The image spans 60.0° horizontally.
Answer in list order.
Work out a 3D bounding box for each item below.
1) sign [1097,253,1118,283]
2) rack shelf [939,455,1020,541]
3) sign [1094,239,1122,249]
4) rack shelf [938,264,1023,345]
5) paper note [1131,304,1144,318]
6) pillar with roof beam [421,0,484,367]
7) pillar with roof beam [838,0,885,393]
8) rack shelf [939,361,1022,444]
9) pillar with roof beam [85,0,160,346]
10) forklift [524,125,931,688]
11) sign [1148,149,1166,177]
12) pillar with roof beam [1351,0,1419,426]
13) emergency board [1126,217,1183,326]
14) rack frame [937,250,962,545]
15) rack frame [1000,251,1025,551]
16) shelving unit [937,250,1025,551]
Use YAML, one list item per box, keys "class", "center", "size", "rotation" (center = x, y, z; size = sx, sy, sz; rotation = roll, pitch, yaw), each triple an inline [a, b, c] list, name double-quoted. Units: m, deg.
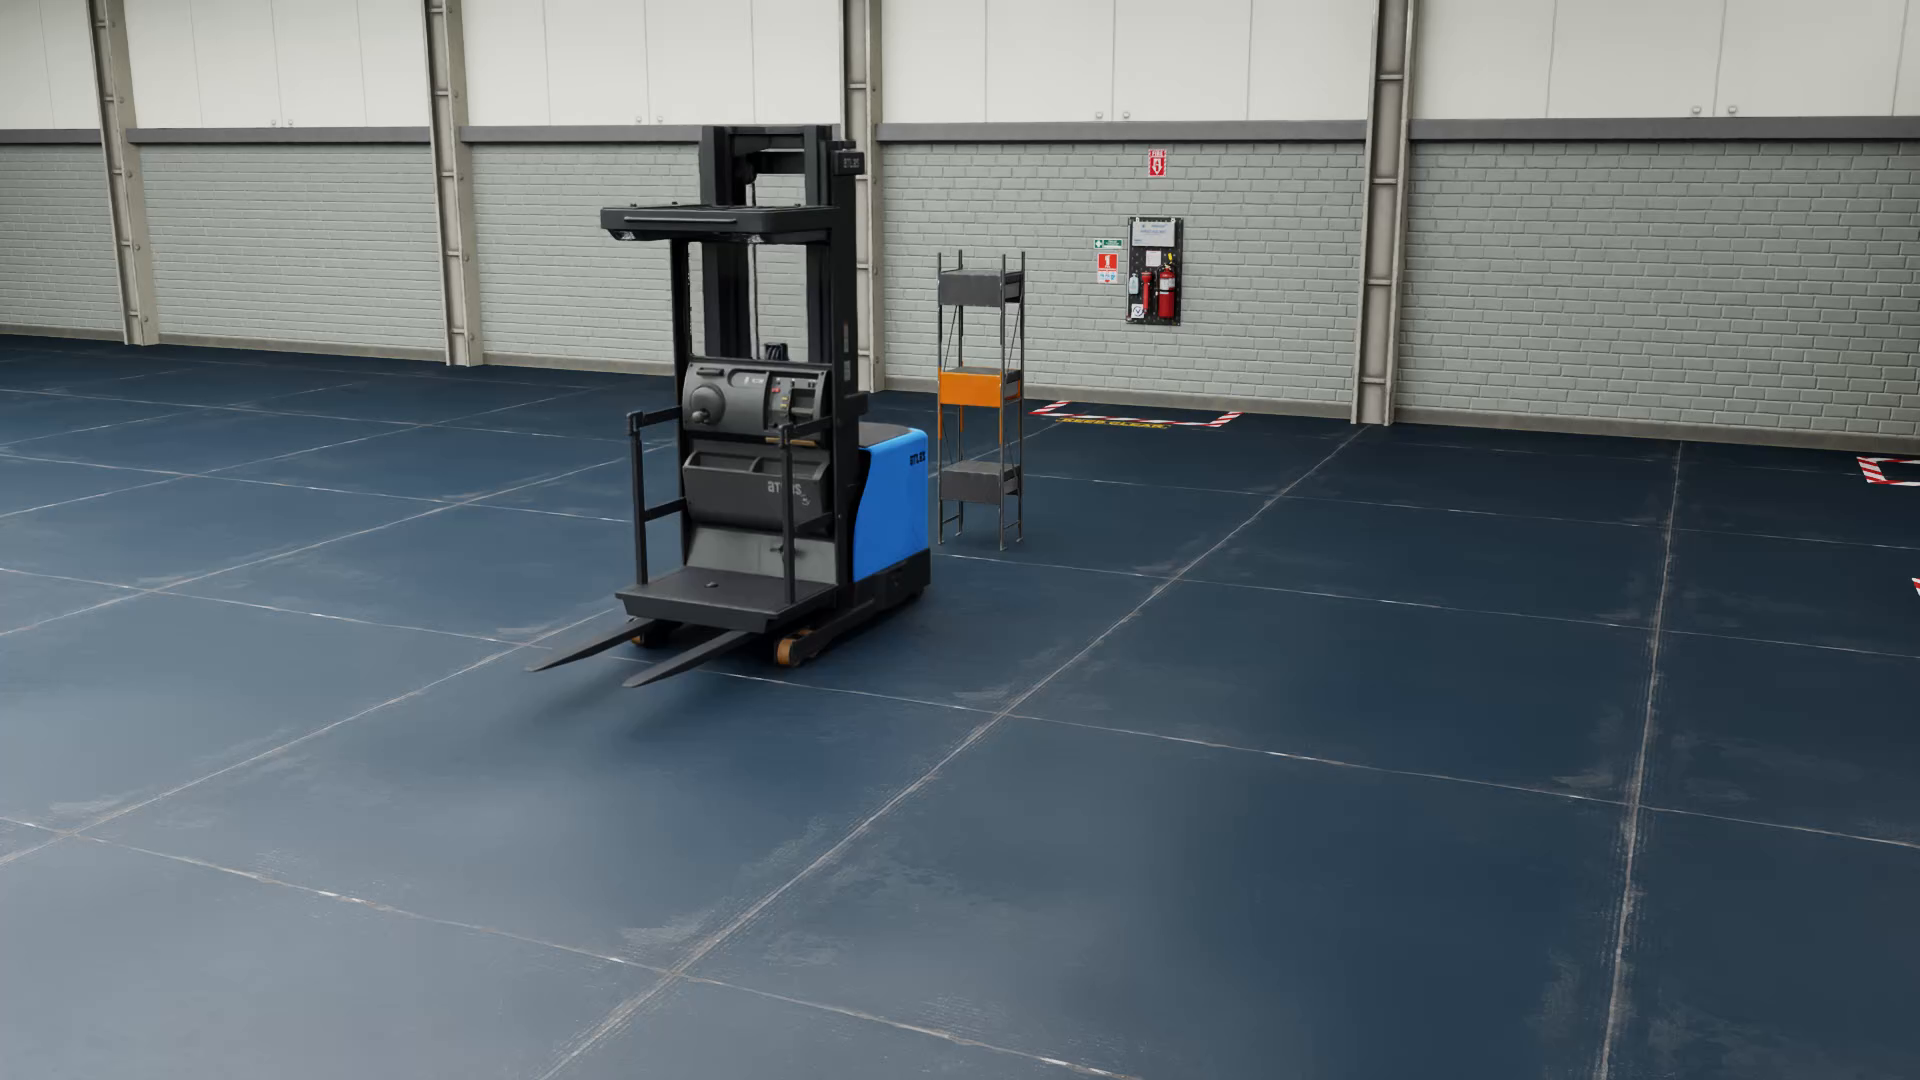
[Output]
- class: "sign"
  center: [1.642, -3.027, 18.512]
  size: [0.234, 0.329, 0.001]
  rotation: [6, 14, 23]
- class: "rack shelf"
  center: [0.151, -0.312, 12.113]
  size: [0.480, 0.518, 0.431]
  rotation: [6, 14, 23]
- class: "sign"
  center: [1.643, -3.283, 18.441]
  size: [0.331, 0.109, 0.001]
  rotation: [6, 14, 23]
- class: "rack shelf"
  center: [0.151, -1.675, 11.793]
  size: [0.480, 0.518, 0.431]
  rotation: [6, 14, 23]
- class: "paper note"
  center: [1.972, -2.539, 18.438]
  size: [0.142, 0.148, 0.016]
  rotation: [6, 14, 23]
- class: "pillar with roof beam"
  center: [-8.365, -5.832, 17.412]
  size: [0.400, 9.000, 9.100]
  rotation: [6, 14, 23]
- class: "pillar with roof beam"
  center: [-2.880, -5.277, 15.046]
  size: [0.400, 9.000, 9.100]
  rotation: [6, 14, 23]
- class: "rack shelf"
  center: [0.151, -0.994, 11.953]
  size: [0.480, 0.518, 0.431]
  rotation: [6, 14, 23]
- class: "pillar with roof beam"
  center: [-13.851, -6.388, 19.778]
  size: [0.400, 9.000, 9.100]
  rotation: [6, 14, 23]
- class: "forklift"
  center: [-1.275, -0.830, 9.378]
  size: [1.130, 2.935, 3.031]
  rotation: [6, 15, 24]
- class: "sign"
  center: [2.139, -4.087, 18.033]
  size: [0.199, 0.298, 0.001]
  rotation: [6, 14, 23]
- class: "pillar with roof beam"
  center: [2.606, -4.722, 12.680]
  size: [0.400, 9.000, 9.100]
  rotation: [6, 14, 23]
- class: "emergency board"
  center: [2.106, -2.937, 18.206]
  size: [0.643, 1.169, 0.194]
  rotation: [6, 14, 23]
- class: "rack frame"
  center: [-0.072, -1.029, 12.046]
  size: [0.015, 2.100, 0.400]
  rotation: [6, 14, 23]
- class: "rack frame"
  center: [0.374, -0.984, 11.853]
  size: [0.015, 2.100, 0.400]
  rotation: [6, 14, 23]
- class: "shelving unit"
  center: [0.151, -1.007, 11.950]
  size: [0.503, 2.100, 0.431]
  rotation: [6, 14, 23]
